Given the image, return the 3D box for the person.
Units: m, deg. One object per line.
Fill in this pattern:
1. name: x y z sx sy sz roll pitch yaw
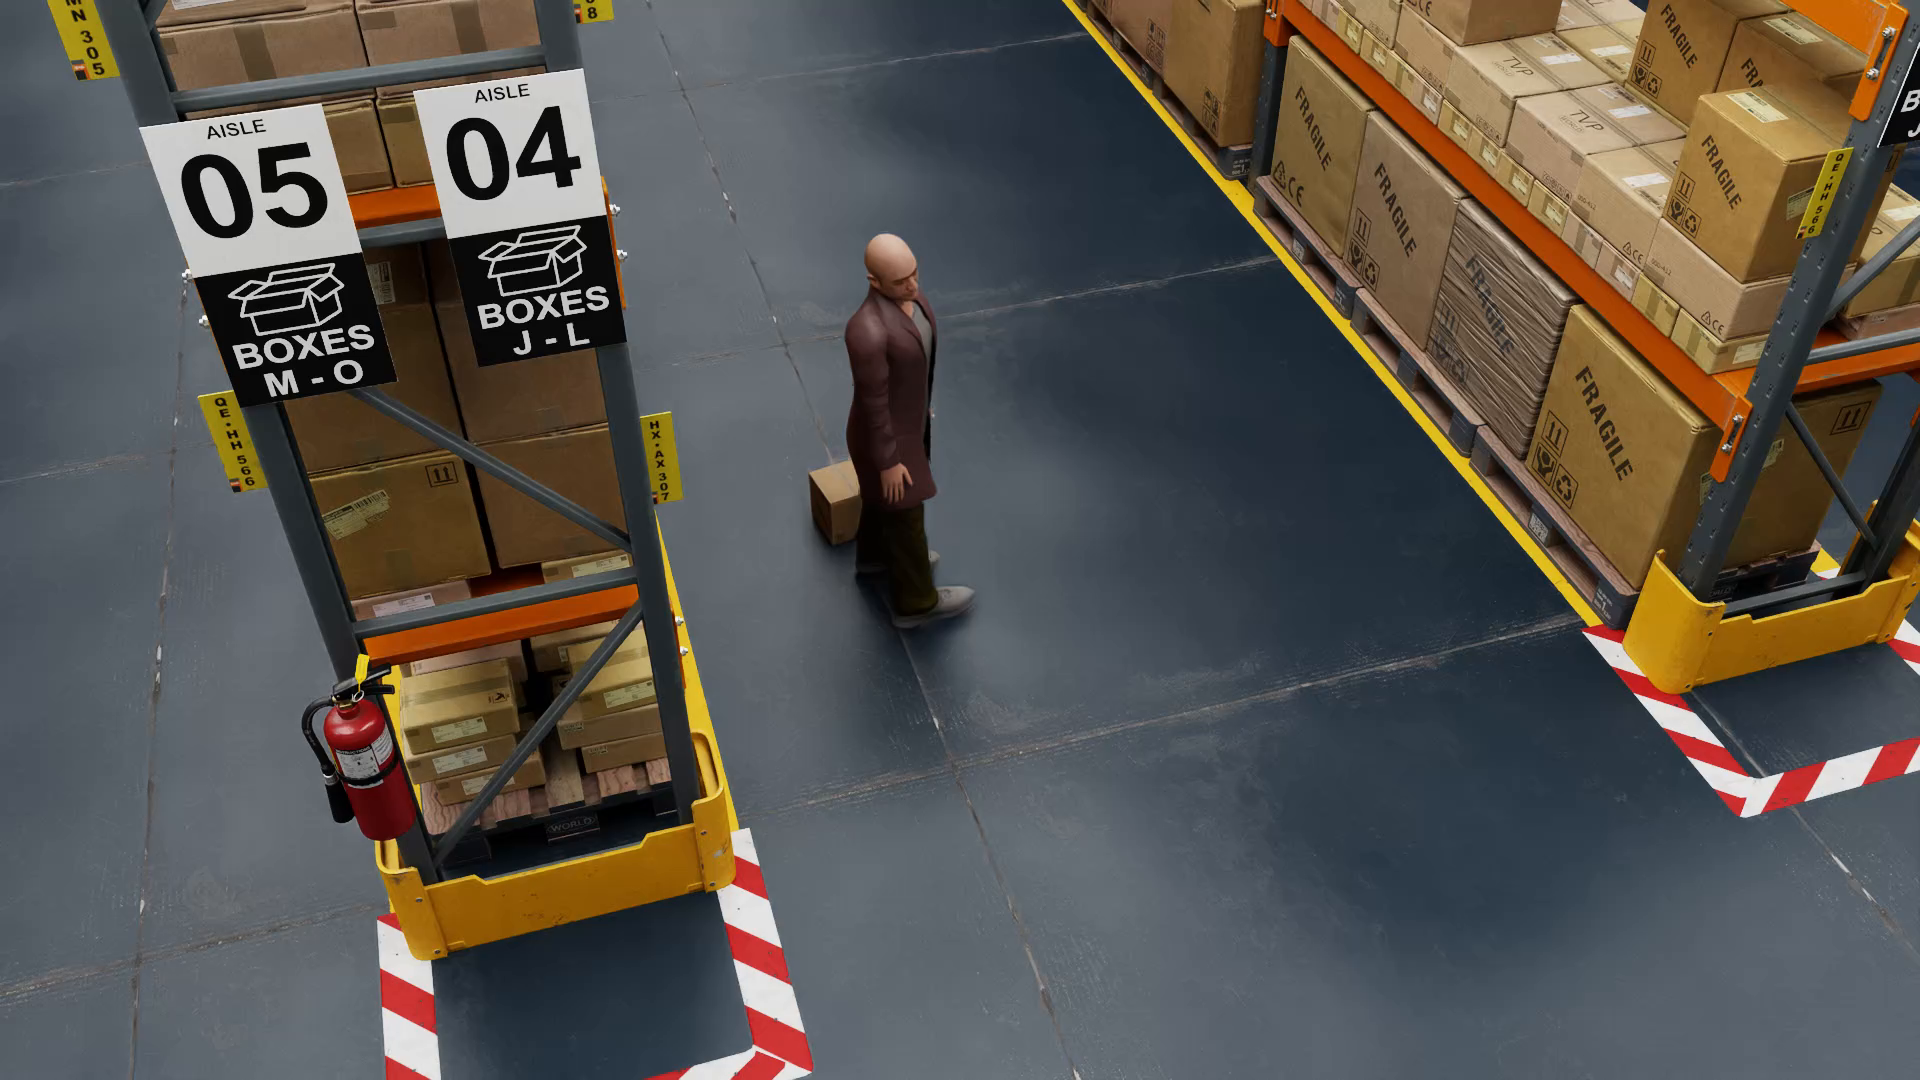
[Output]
1. person: -0.205 -0.440 6.629 0.571 1.780 0.645 8 42 9
